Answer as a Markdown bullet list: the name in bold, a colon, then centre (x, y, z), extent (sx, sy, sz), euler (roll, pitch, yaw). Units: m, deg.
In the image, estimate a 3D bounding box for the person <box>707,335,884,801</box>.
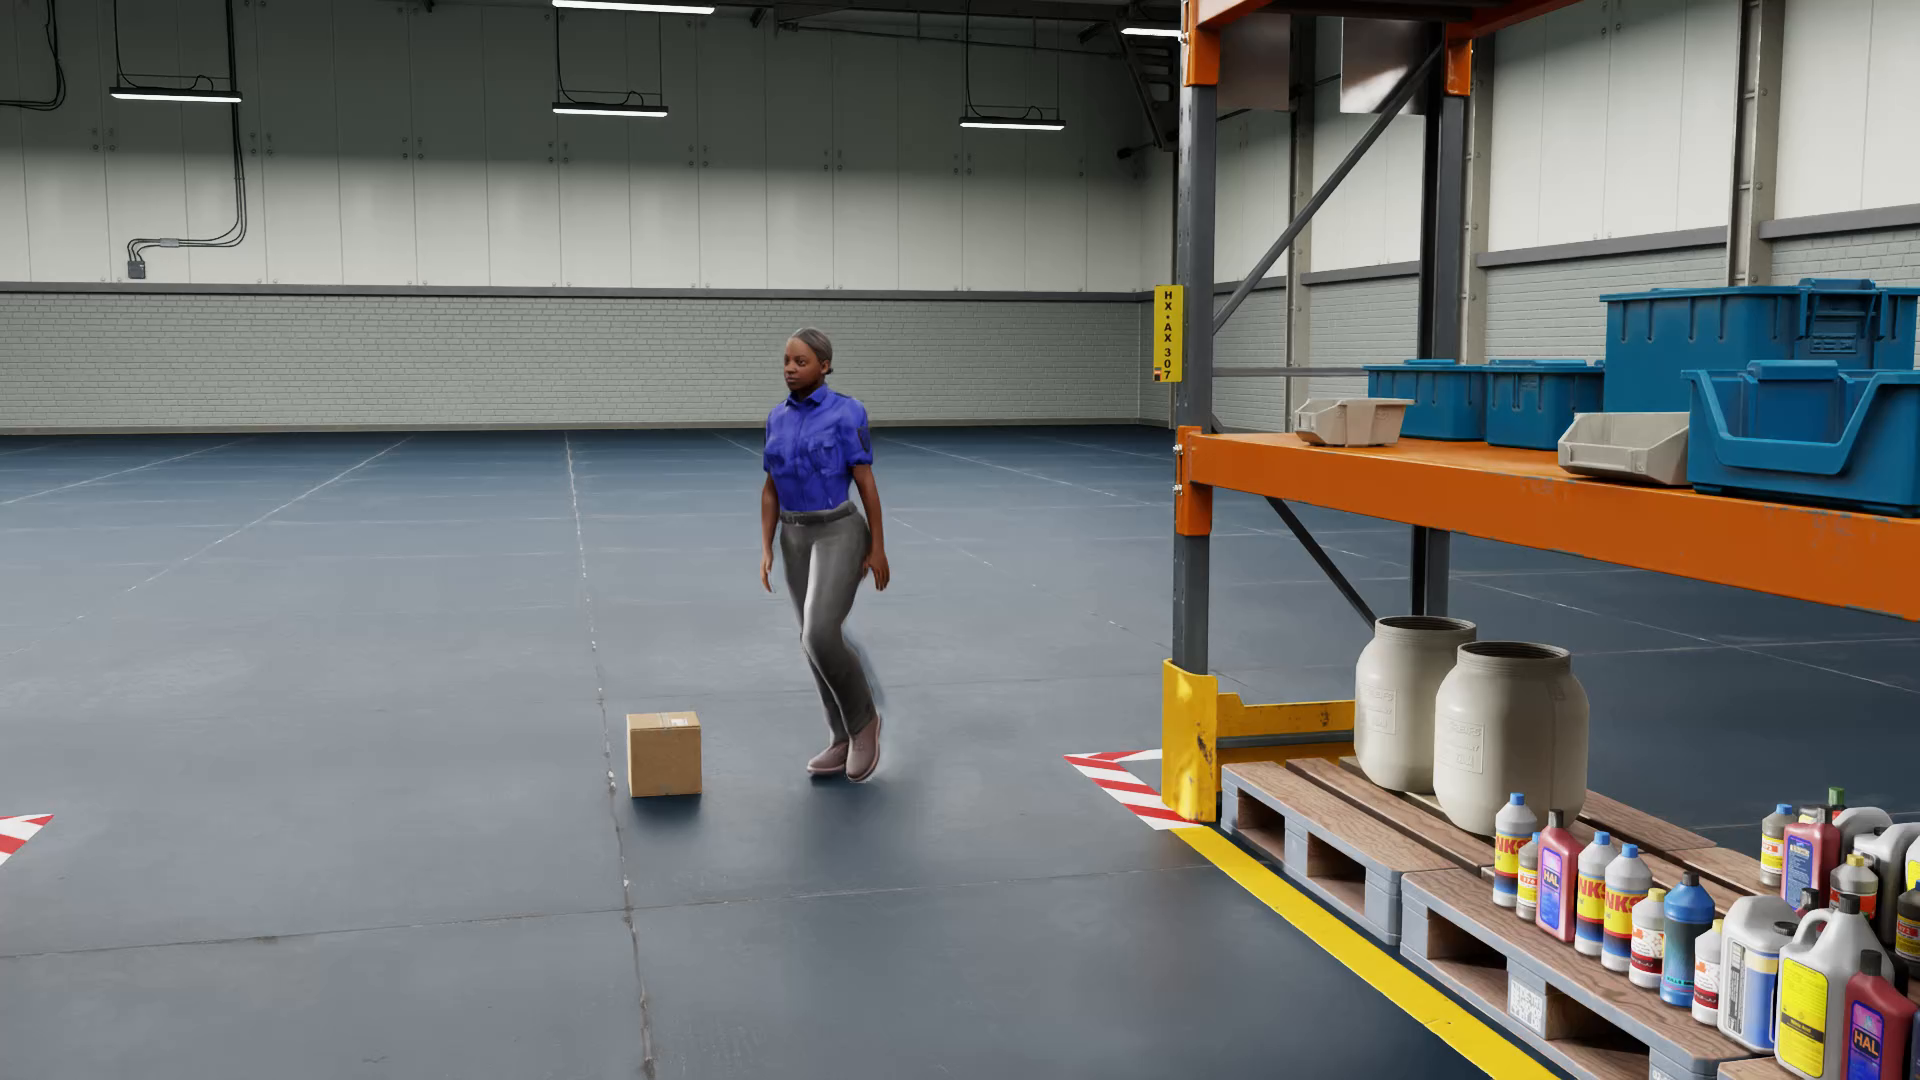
- **person**: centre (-0.642, 0.071, 6.041), extent (0.883, 1.624, 0.489), euler (-6, 8, -42)
